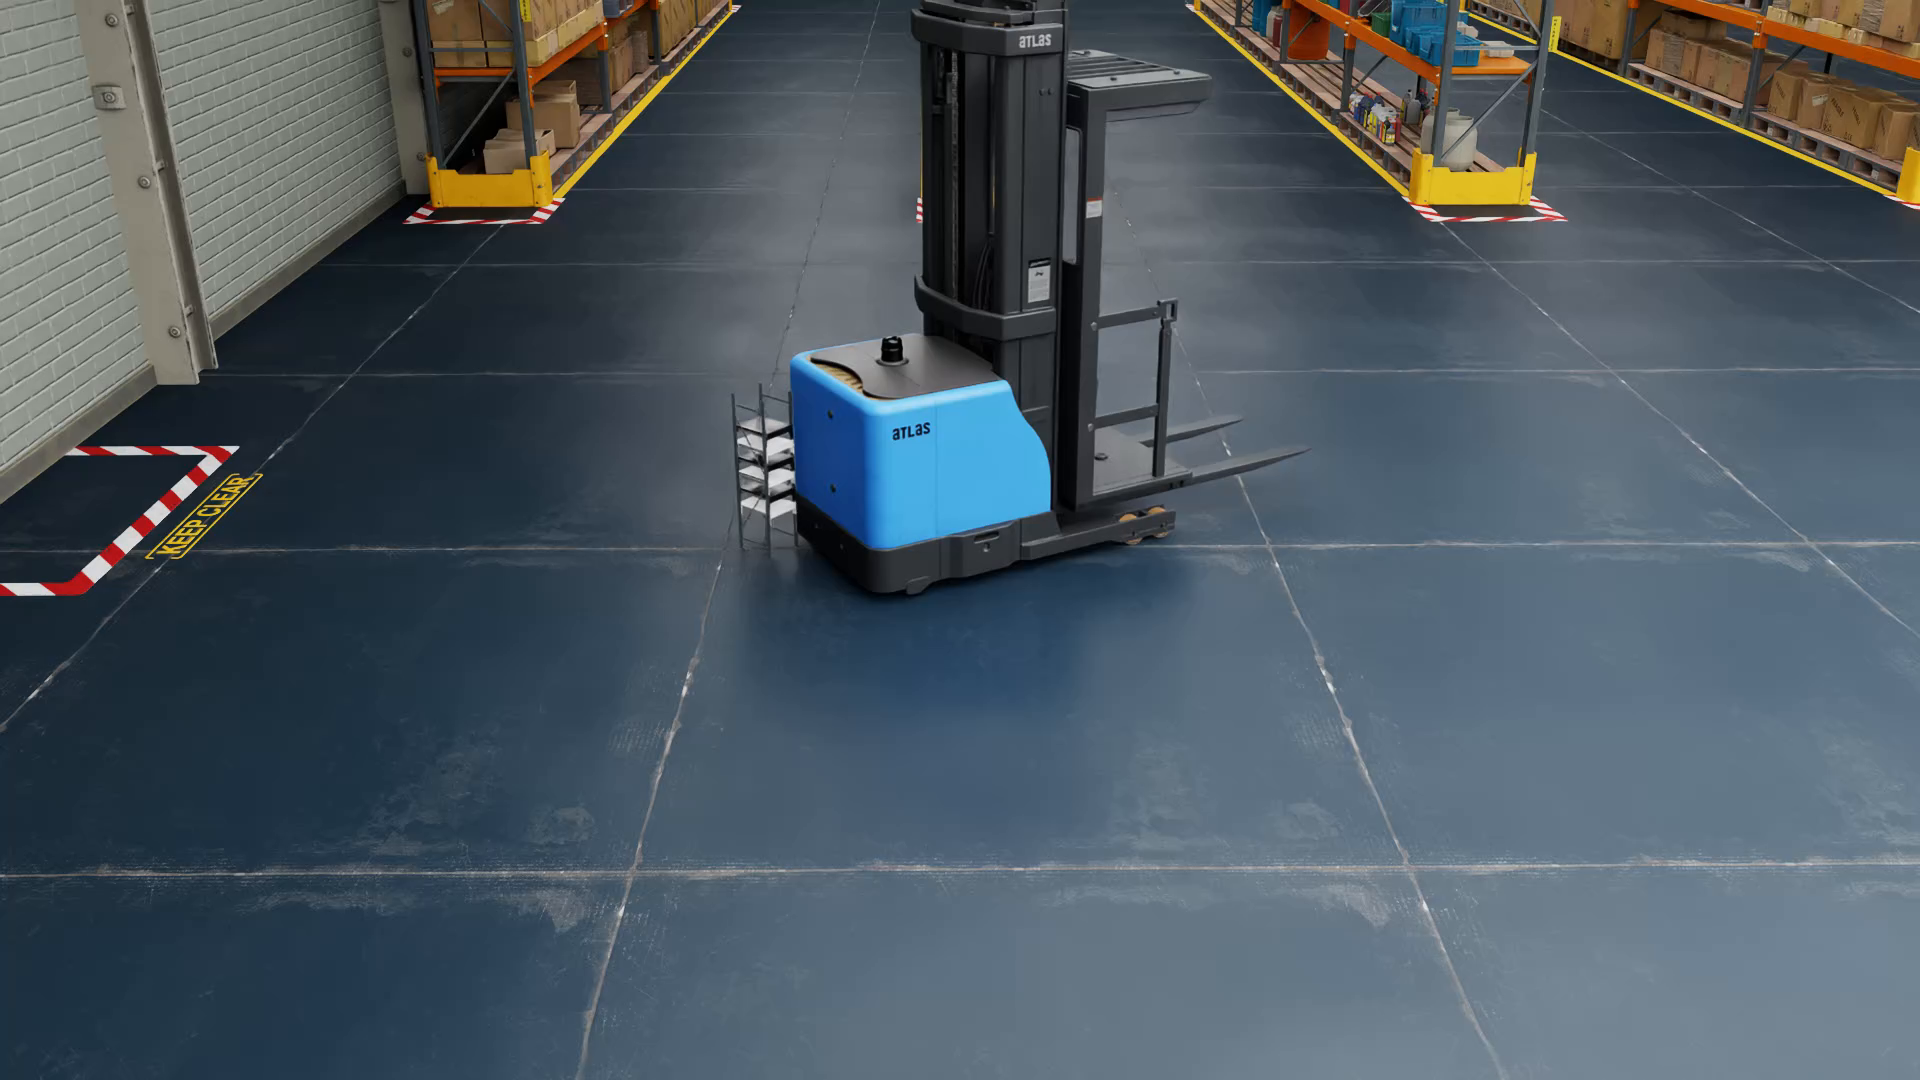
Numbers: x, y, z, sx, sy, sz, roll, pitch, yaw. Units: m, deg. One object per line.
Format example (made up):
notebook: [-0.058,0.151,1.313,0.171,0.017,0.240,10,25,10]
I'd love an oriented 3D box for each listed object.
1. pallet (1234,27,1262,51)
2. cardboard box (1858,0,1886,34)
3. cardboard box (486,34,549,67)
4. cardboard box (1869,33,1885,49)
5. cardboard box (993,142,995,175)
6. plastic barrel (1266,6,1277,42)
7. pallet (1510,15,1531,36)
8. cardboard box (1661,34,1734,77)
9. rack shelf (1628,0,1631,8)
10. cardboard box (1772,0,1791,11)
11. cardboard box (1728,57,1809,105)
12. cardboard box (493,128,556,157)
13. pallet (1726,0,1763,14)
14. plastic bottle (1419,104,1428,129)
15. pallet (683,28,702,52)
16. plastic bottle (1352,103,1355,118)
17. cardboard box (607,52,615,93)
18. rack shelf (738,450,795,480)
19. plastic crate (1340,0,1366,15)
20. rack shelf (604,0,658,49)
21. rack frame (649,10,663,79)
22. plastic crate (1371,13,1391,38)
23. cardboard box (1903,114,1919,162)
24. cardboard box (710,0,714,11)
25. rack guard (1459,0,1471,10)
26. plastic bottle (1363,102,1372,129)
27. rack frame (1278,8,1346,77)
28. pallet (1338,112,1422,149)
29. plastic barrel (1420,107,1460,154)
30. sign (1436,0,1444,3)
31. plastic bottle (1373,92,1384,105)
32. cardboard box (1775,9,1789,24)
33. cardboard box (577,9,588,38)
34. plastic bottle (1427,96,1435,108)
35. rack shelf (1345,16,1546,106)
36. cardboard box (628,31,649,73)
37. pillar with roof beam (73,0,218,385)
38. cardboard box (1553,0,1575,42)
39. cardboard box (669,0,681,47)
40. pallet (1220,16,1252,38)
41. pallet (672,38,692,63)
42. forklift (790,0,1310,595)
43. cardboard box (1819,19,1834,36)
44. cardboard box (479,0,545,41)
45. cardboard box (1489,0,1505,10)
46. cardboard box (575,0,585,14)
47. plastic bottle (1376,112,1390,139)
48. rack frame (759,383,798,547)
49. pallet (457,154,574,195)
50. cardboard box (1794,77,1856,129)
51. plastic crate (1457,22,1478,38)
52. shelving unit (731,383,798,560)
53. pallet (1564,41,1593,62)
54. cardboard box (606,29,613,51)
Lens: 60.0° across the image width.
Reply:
pallet: [5.037,-8.128,26.966,1.003,0.211,1.213,0,24,-1]
cardboard box: [10.087,-5.614,17.541,0.875,0.500,0.500,0,24,-1]
cardboard box: [-4.393,-4.871,16.538,0.500,0.250,0.500,-1,24,-2]
cardboard box: [9.914,-5.312,17.659,0.380,0.149,0.250,0,24,-1]
cardboard box: [0.464,-3.912,17.087,0.500,0.250,0.500,0,24,-1]
plastic barrel: [4.983,-8.026,25.865,0.421,0.512,0.421,0,24,0]
pallet: [10.093,-8.783,28.412,1.003,0.211,1.213,0,24,-1]
cardboard box: [10.112,-6.648,22.809,0.700,0.500,0.500,-2,24,-5]
rack shelf: [10.044,-8.587,25.470,1.077,0.370,4.000,0,24,-1]
cardboard box: [10.053,-6.438,19.363,0.875,0.500,0.500,0,24,-1]
cardboard box: [10.125,-5.758,20.840,0.700,0.500,0.500,-2,24,-5]
cardboard box: [-4.629,-4.224,17.678,0.500,0.311,0.500,2,24,4]
pallet: [10.247,-6.671,20.593,1.003,0.211,1.213,0,24,-1]
plastic bottle: [5.356,-4.896,19.198,0.061,0.283,0.133,0,24,-1]
pallet: [-4.753,-8.084,26.869,1.003,0.211,1.213,0,24,-1]
plastic bottle: [4.725,-5.129,19.812,0.097,0.201,0.097,0,24,0]
cardboard box: [-4.830,-5.954,21.273,0.700,0.500,0.500,-1,24,-2]
rack shelf: [-1.050,-0.420,8.949,0.258,0.077,0.200,18,30,35]
plastic crate: [4.846,-6.648,20.231,0.402,0.464,0.583,0,24,-1]
rack shelf: [-4.771,-6.872,21.678,1.077,0.370,4.000,0,24,-1]
rack frame: [-4.793,-8.024,23.352,1.000,3.000,0.127,0,24,-1]
plastic crate: [4.890,-5.763,18.610,0.450,0.188,0.662,0,24,-1]
cardboard box: [10.164,-4.104,17.209,0.500,0.500,0.500,4,25,9]
cardboard box: [-4.761,-9.672,29.519,0.700,0.500,0.500,-1,24,-2]
rack guard: [9.979,-10.259,31.326,1.175,0.500,0.348,0,24,-1]
plastic bottle: [4.713,-4.903,19.213,0.061,0.283,0.133,1,24,2]
rack frame: [5.114,-8.069,23.451,1.000,3.000,0.127,0,24,-1]
pallet: [5.123,-4.873,19.769,1.003,0.211,1.213,0,24,-1]
plastic barrel: [5.112,-4.308,17.644,0.421,0.512,0.421,0,24,0]
sign: [5.707,-6.545,19.745,0.100,0.325,0.005,0,24,-1]
plastic bottle: [4.895,-5.080,19.523,0.144,0.351,0.185,0,24,-1]
cardboard box: [9.801,-6.135,19.481,0.380,0.149,0.250,0,24,-1]
cardboard box: [-4.423,-5.711,18.394,0.500,0.250,0.500,0,24,-1]
plastic bottle: [5.458,-4.938,19.209,0.144,0.351,0.185,0,24,-1]
rack shelf: [5.179,-5.269,18.132,1.077,0.370,4.000,0,24,-1]
cardboard box: [-4.733,-6.789,23.121,0.700,0.500,0.500,0,24,0]
pillar with roof beam: [-1.208,-5.293,10.033,9.100,9.000,0.400,0,24,-1]
cardboard box: [10.060,-8.331,26.099,1.225,0.875,0.875,-1,24,-2]
cardboard box: [-4.673,-7.901,25.178,0.750,0.750,0.750,0,24,-1]
pallet: [5.023,-8.749,28.339,1.003,0.211,1.213,0,24,-1]
pallet: [-4.736,-7.580,25.755,1.003,0.211,1.213,0,24,-1]
forklift: [0.614,-1.483,8.972,3.031,2.935,1.130,-14,28,-27]
cardboard box: [9.850,-5.724,18.570,0.380,0.149,0.250,0,24,-1]
cardboard box: [-4.410,-5.208,16.374,0.500,0.500,0.500,0,24,0]
cardboard box: [10.076,-9.973,29.729,0.875,0.875,0.875,0,24,-1]
cardboard box: [-4.429,-6.052,18.239,0.500,0.500,0.500,-1,24,-2]
plastic bottle: [4.766,-4.648,18.658,0.152,0.276,0.135,-1,24,-2]
rack frame: [-0.986,-0.401,9.044,0.240,0.900,0.006,18,30,35]
pallet: [-4.680,-3.824,17.448,1.003,0.211,1.213,0,24,-1]
cardboard box: [10.088,-5.094,19.398,0.500,0.500,0.500,8,25,16]
plastic crate: [5.428,-5.633,18.384,0.530,0.136,0.437,0,24,-1]
shelving unit: [-1.050,-0.368,8.972,0.258,0.900,0.210,18,30,35]
pallet: [10.123,-7.647,25.902,1.003,0.211,1.213,0,24,-1]
cardboard box: [-4.791,-6.478,21.523,0.500,0.250,0.500,-1,24,-2]
